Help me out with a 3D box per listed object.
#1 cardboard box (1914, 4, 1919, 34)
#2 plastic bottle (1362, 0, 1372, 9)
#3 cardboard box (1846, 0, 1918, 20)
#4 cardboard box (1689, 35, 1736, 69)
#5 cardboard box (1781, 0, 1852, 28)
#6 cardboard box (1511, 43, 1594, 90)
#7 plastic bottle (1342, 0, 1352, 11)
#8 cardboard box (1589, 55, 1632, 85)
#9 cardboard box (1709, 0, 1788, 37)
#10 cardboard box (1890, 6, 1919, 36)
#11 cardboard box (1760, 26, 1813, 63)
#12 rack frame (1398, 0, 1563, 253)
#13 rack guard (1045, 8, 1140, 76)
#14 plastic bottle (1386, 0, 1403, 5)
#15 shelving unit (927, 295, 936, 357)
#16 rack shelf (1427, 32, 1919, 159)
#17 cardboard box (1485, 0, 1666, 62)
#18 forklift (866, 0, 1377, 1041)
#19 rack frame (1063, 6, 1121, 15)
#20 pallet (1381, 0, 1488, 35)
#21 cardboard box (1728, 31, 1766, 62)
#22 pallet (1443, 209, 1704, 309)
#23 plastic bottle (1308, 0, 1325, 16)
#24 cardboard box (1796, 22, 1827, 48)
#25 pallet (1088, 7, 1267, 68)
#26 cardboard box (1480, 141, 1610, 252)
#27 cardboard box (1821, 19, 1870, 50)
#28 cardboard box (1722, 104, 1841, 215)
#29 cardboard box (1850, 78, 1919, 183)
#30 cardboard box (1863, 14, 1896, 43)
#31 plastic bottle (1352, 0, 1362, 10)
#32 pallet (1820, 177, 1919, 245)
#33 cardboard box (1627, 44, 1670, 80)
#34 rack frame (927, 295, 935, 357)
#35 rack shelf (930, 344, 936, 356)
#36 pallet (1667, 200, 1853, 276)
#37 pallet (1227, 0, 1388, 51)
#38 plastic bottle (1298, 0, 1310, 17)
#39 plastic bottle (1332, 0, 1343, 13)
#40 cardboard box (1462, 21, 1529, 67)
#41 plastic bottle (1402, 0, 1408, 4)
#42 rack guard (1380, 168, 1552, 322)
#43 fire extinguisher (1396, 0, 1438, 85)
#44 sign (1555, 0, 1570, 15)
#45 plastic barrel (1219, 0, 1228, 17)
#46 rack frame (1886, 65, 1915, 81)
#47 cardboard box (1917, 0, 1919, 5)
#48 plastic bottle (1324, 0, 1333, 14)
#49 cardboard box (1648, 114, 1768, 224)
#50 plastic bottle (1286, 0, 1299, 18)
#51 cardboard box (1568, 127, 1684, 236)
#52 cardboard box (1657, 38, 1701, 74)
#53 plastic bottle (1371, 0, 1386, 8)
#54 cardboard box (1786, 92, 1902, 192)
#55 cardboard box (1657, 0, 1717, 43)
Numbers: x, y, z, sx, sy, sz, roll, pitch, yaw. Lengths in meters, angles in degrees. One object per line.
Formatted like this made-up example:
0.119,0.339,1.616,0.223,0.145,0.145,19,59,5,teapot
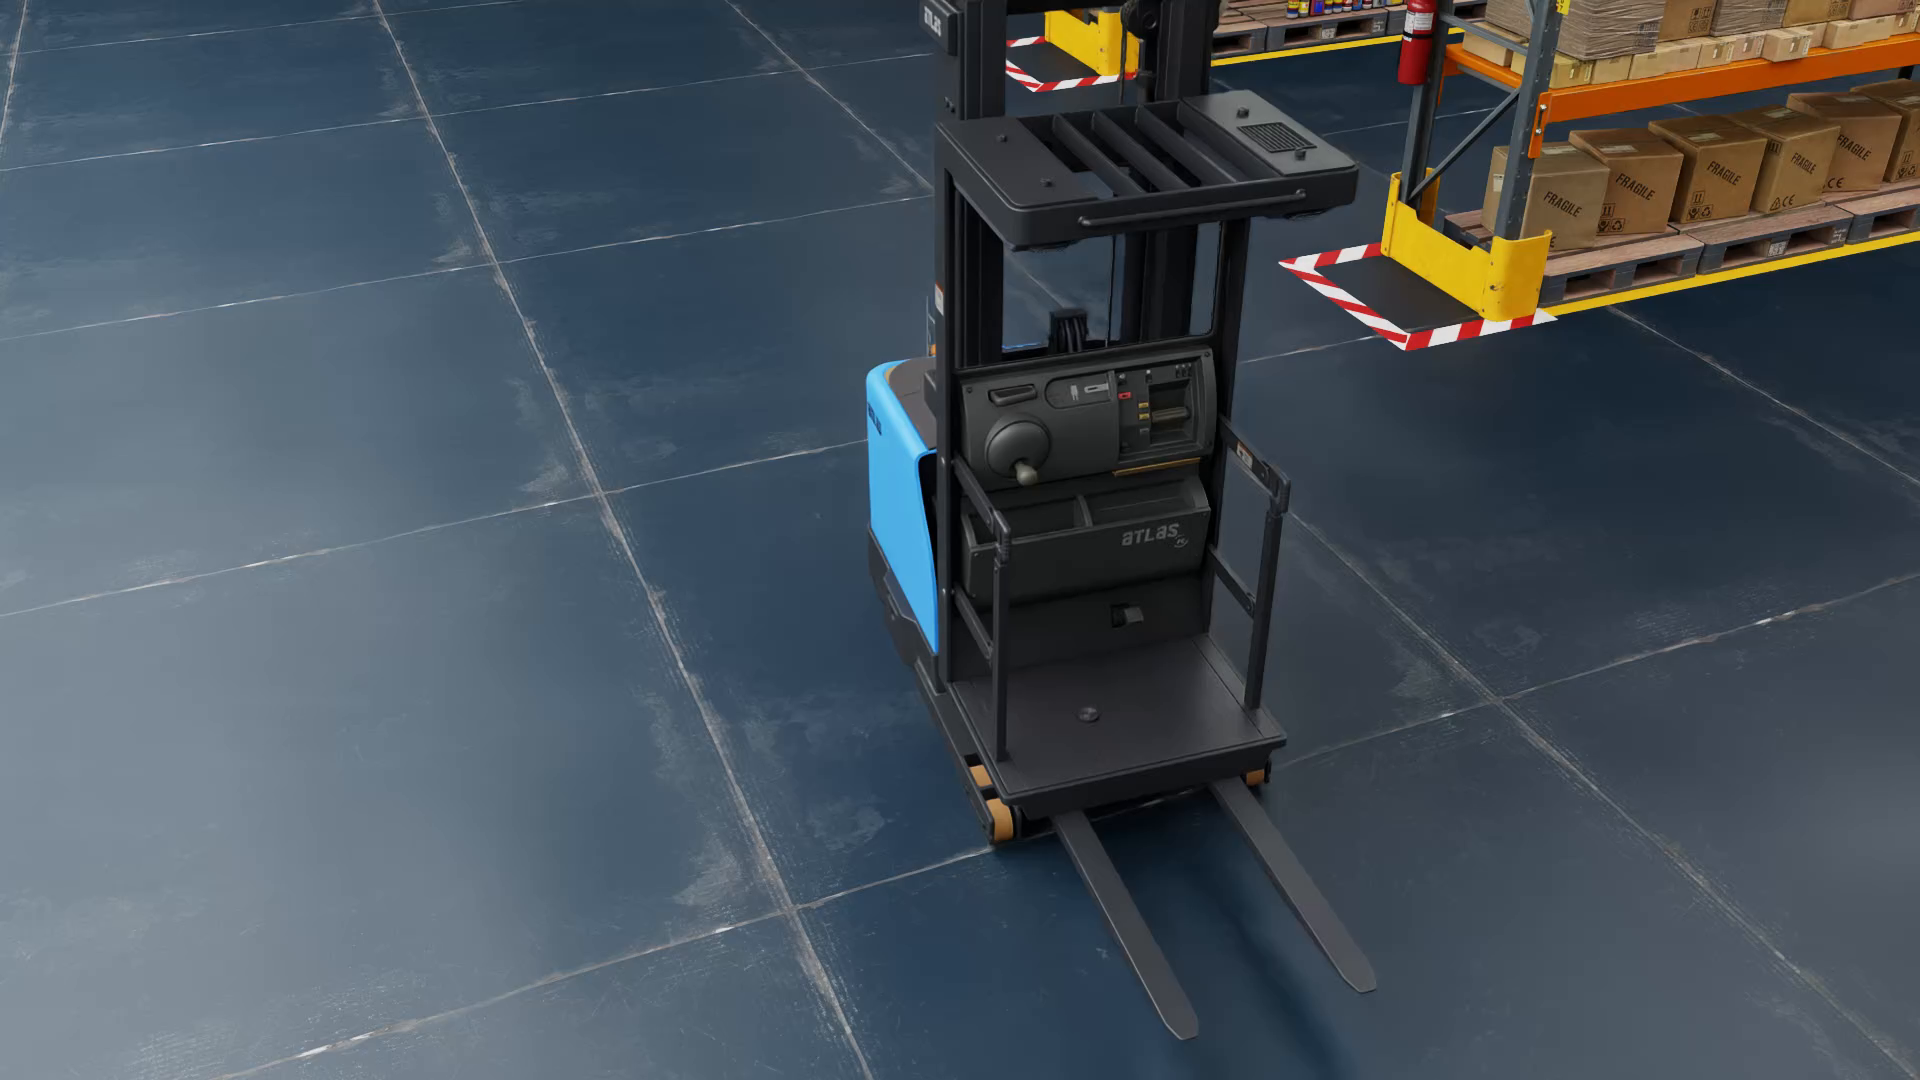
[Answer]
5.894,-3.200,10.149,0.250,0.149,0.380,-13,35,-19,cardboard box
3.530,-4.720,14.416,0.097,0.201,0.097,0,33,0,plastic bottle
5.319,-3.537,10.071,0.500,0.500,0.875,-13,35,-19,cardboard box
4.251,-2.870,9.640,0.250,0.149,0.380,-13,35,-19,cardboard box
4.842,-3.452,9.941,0.500,0.500,0.875,-13,35,-19,cardboard box
3.321,-2.669,9.332,0.250,0.149,0.380,-13,35,-19,cardboard box
3.340,-4.676,14.349,0.097,0.201,0.097,0,33,0,plastic bottle
3.559,-2.712,9.398,0.250,0.149,0.380,-13,35,-19,cardboard box
4.376,-3.353,9.788,0.500,0.500,0.875,-13,35,-19,cardboard box
5.613,-3.214,10.170,0.250,0.149,0.380,-13,35,-19,cardboard box
4.742,-2.937,9.744,0.250,0.149,0.380,-13,35,-19,cardboard box
2.966,-2.834,9.355,0.127,3.000,1.000,-13,35,-19,rack frame
1.100,-4.316,13.926,0.348,0.500,1.175,-13,35,-19,rack guard
3.780,-4.853,14.484,0.185,0.351,0.144,-13,35,-19,plastic bottle
-0.014,-0.508,7.430,0.189,1.200,0.258,-12,35,-18,shelving unit
4.810,-2.955,10.200,4.000,0.370,1.077,-13,35,-19,rack shelf
3.484,-3.103,9.404,0.500,0.500,0.875,-13,35,-19,cardboard box
0.526,-0.372,5.635,1.130,2.935,3.031,-10,34,-15,forklift
1.049,-5.325,13.183,0.127,3.000,1.000,-13,35,-19,rack frame
4.101,-4.879,15.056,1.213,0.211,1.003,-13,35,-19,pallet
4.471,-2.936,9.743,0.250,0.149,0.380,-13,35,-19,cardboard box
3.799,-1.835,10.376,1.213,0.211,1.003,-13,35,-19,pallet
3.057,-4.635,14.210,0.133,0.283,0.061,-12,35,-18,plastic bottle
4.921,-3.056,9.927,0.250,0.149,0.380,-13,35,-19,cardboard box
1.852,-4.364,14.264,1.213,0.211,1.003,-13,35,-19,pallet
3.548,-2.086,10.112,0.500,0.500,0.500,-7,34,-10,cardboard box
5.181,-3.071,9.949,0.250,0.149,0.380,-13,35,-19,cardboard box
5.203,-2.447,10.667,0.500,0.500,0.500,-16,36,-23,cardboard box
6.270,-2.742,11.121,0.500,0.500,0.500,-14,36,-20,cardboard box
5.398,-3.141,10.057,0.250,0.149,0.380,-13,35,-19,cardboard box
3.436,-4.728,14.364,0.097,0.271,0.097,0,33,0,plastic bottle
6.049,-2.350,11.168,1.213,0.211,1.003,-13,35,-19,pallet
3.795,-2.757,9.468,0.250,0.149,0.380,-13,35,-19,cardboard box
-0.099,-0.490,7.403,0.006,1.200,0.240,-12,35,-18,rack frame
-0.014,-0.773,7.258,0.180,0.103,0.258,-12,35,-18,rack shelf
4.922,-2.090,10.769,1.213,0.211,1.003,-13,35,-19,pallet
2.975,-4.620,14.656,1.213,0.211,1.003,-13,35,-19,pallet
2.936,-4.584,14.207,0.097,0.201,0.097,0,33,0,plastic bottle
3.249,-4.685,14.298,0.097,0.271,0.097,0,33,0,plastic bottle
3.149,-2.893,9.676,0.250,0.149,0.380,-13,35,-19,cardboard box
3.943,-4.838,14.523,0.133,0.283,0.061,-11,35,-16,plastic bottle
3.036,-1.802,10.061,0.348,0.500,1.175,-13,35,-19,rack guard
2.682,-3.009,9.695,0.183,0.674,0.296,-13,35,-19,fire extinguisher
3.176,-2.924,8.700,0.005,0.325,0.100,-13,35,-19,sign
2.088,-4.741,14.182,0.421,0.512,0.421,0,33,0,plastic barrel
6.654,-3.678,10.653,0.127,3.000,1.000,-13,35,-19,rack frame
5.741,-3.693,10.311,0.500,0.500,0.875,-13,35,-19,cardboard box
3.157,-4.664,14.266,0.097,0.271,0.097,0,33,0,plastic bottle
4.671,-2.352,10.521,0.500,0.500,0.500,-10,34,-14,cardboard box
2.841,-4.591,14.154,0.097,0.271,0.097,0,33,0,plastic bottle
4.086,-2.229,10.332,0.500,0.500,0.500,-4,33,-6,cardboard box
4.018,-2.820,9.565,0.250,0.149,0.380,-13,35,-19,cardboard box
3.628,-4.790,14.455,0.135,0.276,0.152,-12,35,-18,plastic bottle
5.745,-2.618,10.930,0.500,0.500,0.500,-2,33,-4,cardboard box
3.898,-3.269,9.659,0.500,0.500,0.875,-13,35,-19,cardboard box
